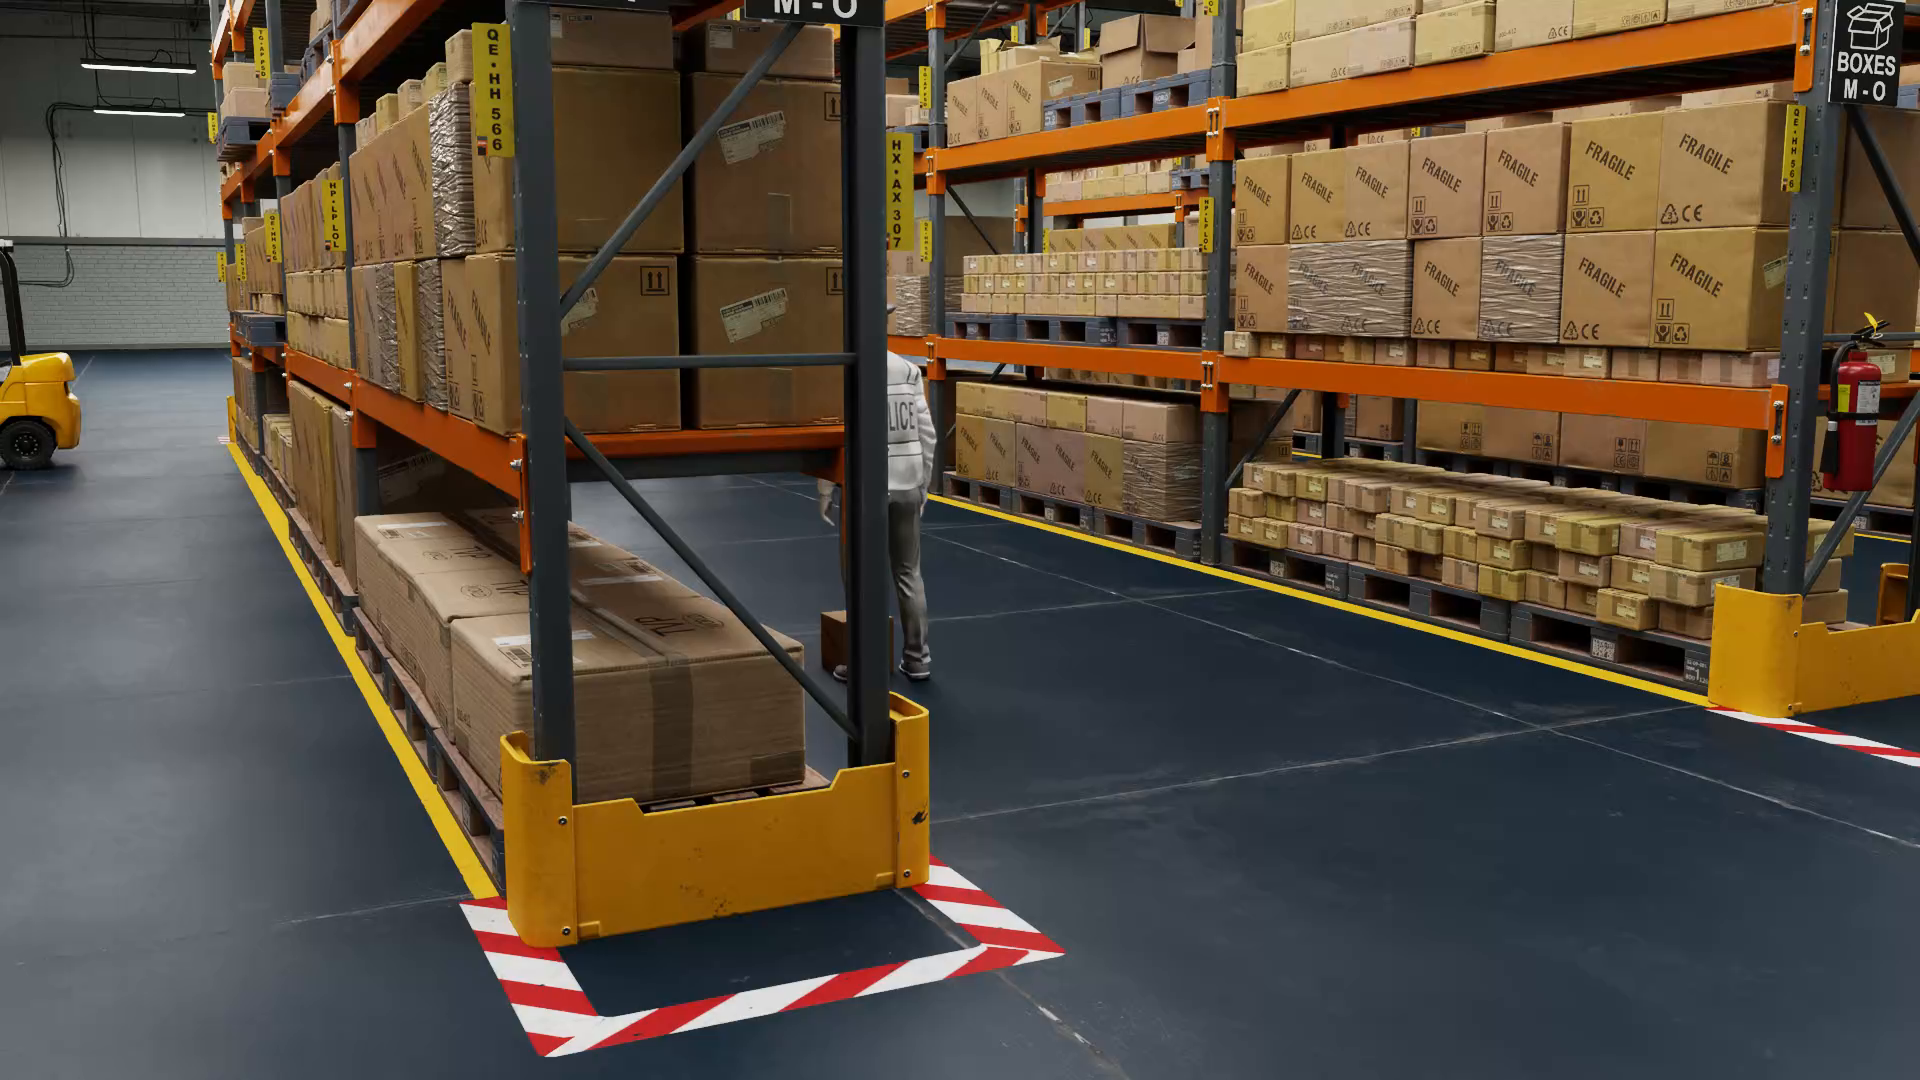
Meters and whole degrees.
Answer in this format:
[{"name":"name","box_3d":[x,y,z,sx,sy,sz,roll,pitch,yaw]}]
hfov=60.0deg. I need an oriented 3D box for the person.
[{"name":"person","box_3d":[-0.359,-0.206,7.189,0.542,1.665,0.373,-5,10,-28]}]
